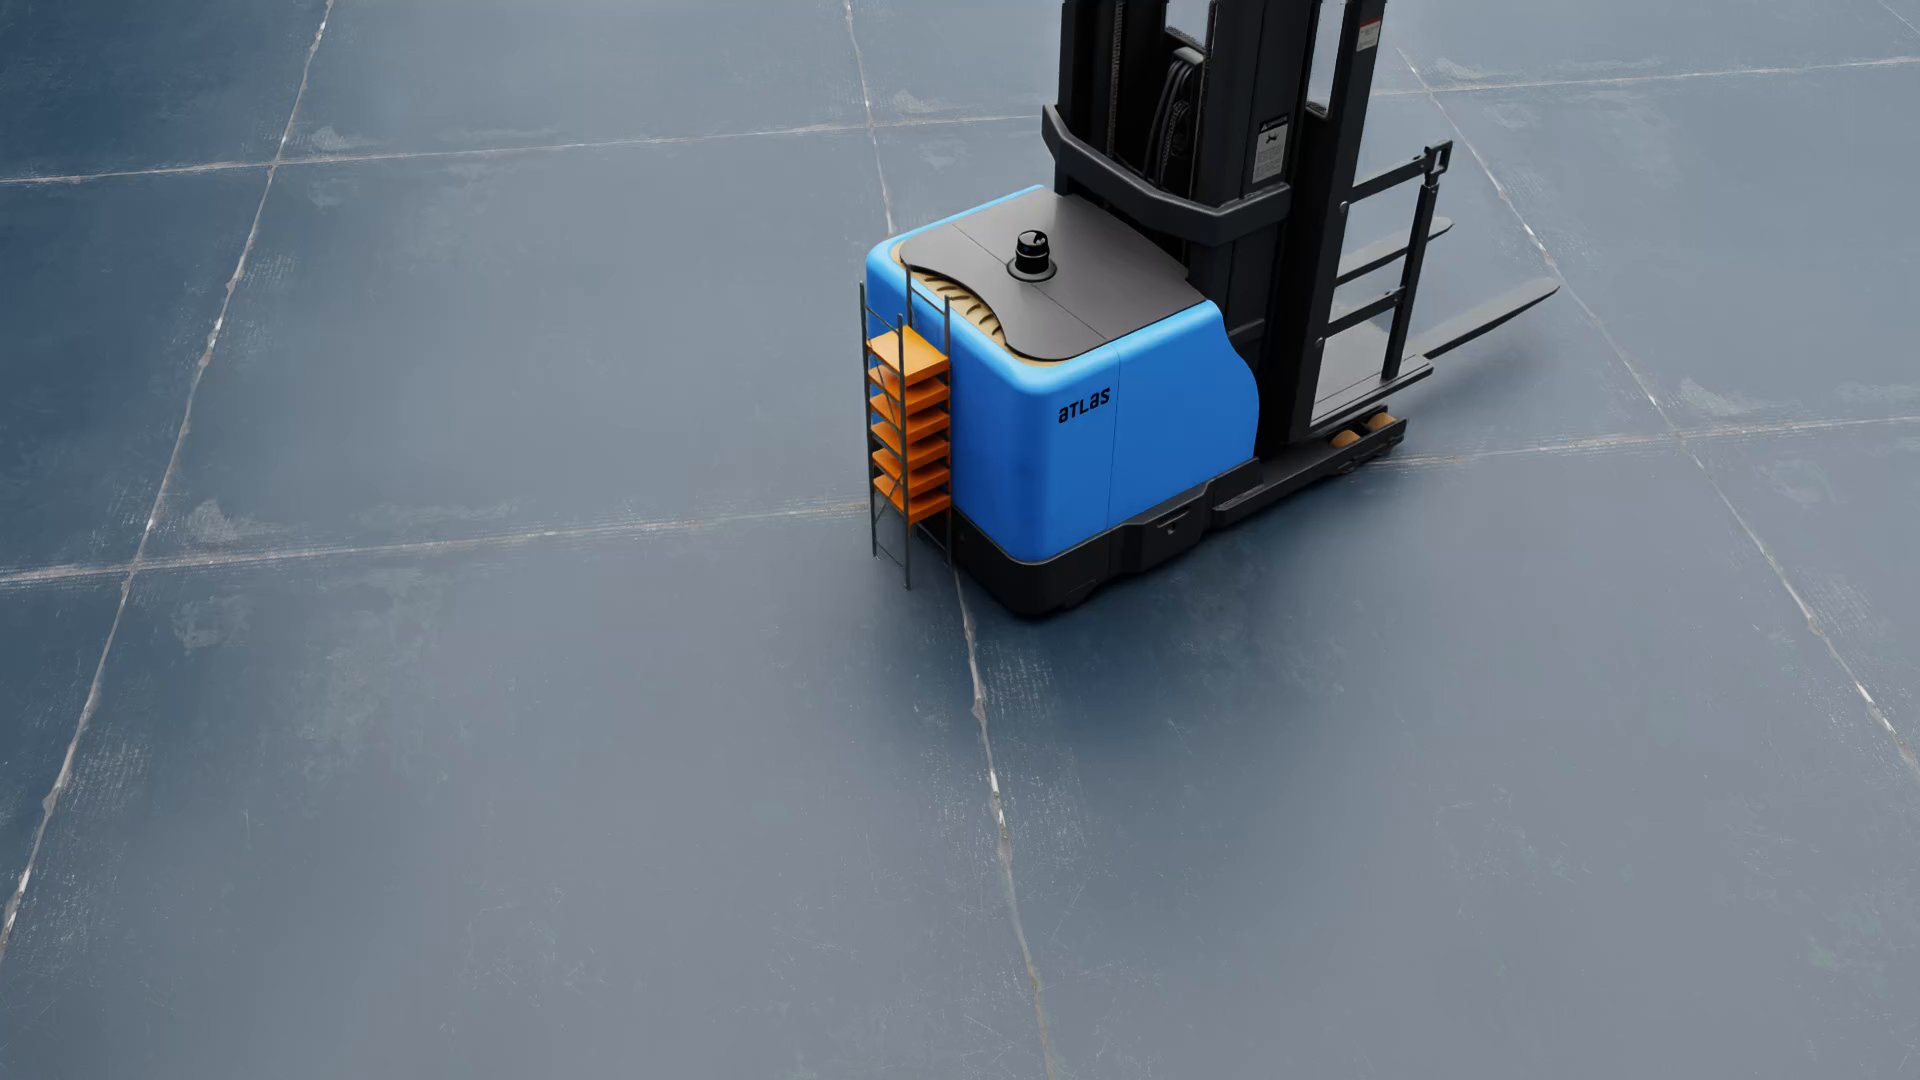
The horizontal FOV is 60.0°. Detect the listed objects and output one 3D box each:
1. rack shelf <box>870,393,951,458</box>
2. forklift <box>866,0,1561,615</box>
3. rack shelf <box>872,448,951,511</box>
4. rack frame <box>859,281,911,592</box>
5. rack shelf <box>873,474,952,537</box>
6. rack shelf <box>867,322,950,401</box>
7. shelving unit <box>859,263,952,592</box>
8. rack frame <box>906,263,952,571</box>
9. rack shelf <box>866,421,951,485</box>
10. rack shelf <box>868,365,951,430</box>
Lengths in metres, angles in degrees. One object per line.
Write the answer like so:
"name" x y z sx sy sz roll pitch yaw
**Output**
"rack shelf" -0.179 -0.418 5.704 0.180 0.103 0.258 -26 48 -26
"forklift" 1.153 -1.617 5.854 3.031 2.935 1.130 -25 48 -25
"rack shelf" -0.178 -0.239 5.864 0.180 0.103 0.258 -26 48 -26
"rack frame" -0.253 -0.325 5.714 0.006 1.200 0.240 -26 48 -26
"rack shelf" -0.178 -0.150 5.944 0.180 0.103 0.258 -26 48 -26
"rack shelf" -0.179 -0.596 5.543 0.180 0.103 0.258 -26 48 -26
"shelving unit" -0.179 -0.361 5.754 0.189 1.200 0.258 -26 48 -26
"rack frame" -0.104 -0.397 5.794 0.006 1.200 0.240 -26 48 -26
"rack shelf" -0.179 -0.328 5.784 0.180 0.103 0.258 -26 48 -26
"rack shelf" -0.179 -0.507 5.623 0.180 0.103 0.258 -26 48 -26
